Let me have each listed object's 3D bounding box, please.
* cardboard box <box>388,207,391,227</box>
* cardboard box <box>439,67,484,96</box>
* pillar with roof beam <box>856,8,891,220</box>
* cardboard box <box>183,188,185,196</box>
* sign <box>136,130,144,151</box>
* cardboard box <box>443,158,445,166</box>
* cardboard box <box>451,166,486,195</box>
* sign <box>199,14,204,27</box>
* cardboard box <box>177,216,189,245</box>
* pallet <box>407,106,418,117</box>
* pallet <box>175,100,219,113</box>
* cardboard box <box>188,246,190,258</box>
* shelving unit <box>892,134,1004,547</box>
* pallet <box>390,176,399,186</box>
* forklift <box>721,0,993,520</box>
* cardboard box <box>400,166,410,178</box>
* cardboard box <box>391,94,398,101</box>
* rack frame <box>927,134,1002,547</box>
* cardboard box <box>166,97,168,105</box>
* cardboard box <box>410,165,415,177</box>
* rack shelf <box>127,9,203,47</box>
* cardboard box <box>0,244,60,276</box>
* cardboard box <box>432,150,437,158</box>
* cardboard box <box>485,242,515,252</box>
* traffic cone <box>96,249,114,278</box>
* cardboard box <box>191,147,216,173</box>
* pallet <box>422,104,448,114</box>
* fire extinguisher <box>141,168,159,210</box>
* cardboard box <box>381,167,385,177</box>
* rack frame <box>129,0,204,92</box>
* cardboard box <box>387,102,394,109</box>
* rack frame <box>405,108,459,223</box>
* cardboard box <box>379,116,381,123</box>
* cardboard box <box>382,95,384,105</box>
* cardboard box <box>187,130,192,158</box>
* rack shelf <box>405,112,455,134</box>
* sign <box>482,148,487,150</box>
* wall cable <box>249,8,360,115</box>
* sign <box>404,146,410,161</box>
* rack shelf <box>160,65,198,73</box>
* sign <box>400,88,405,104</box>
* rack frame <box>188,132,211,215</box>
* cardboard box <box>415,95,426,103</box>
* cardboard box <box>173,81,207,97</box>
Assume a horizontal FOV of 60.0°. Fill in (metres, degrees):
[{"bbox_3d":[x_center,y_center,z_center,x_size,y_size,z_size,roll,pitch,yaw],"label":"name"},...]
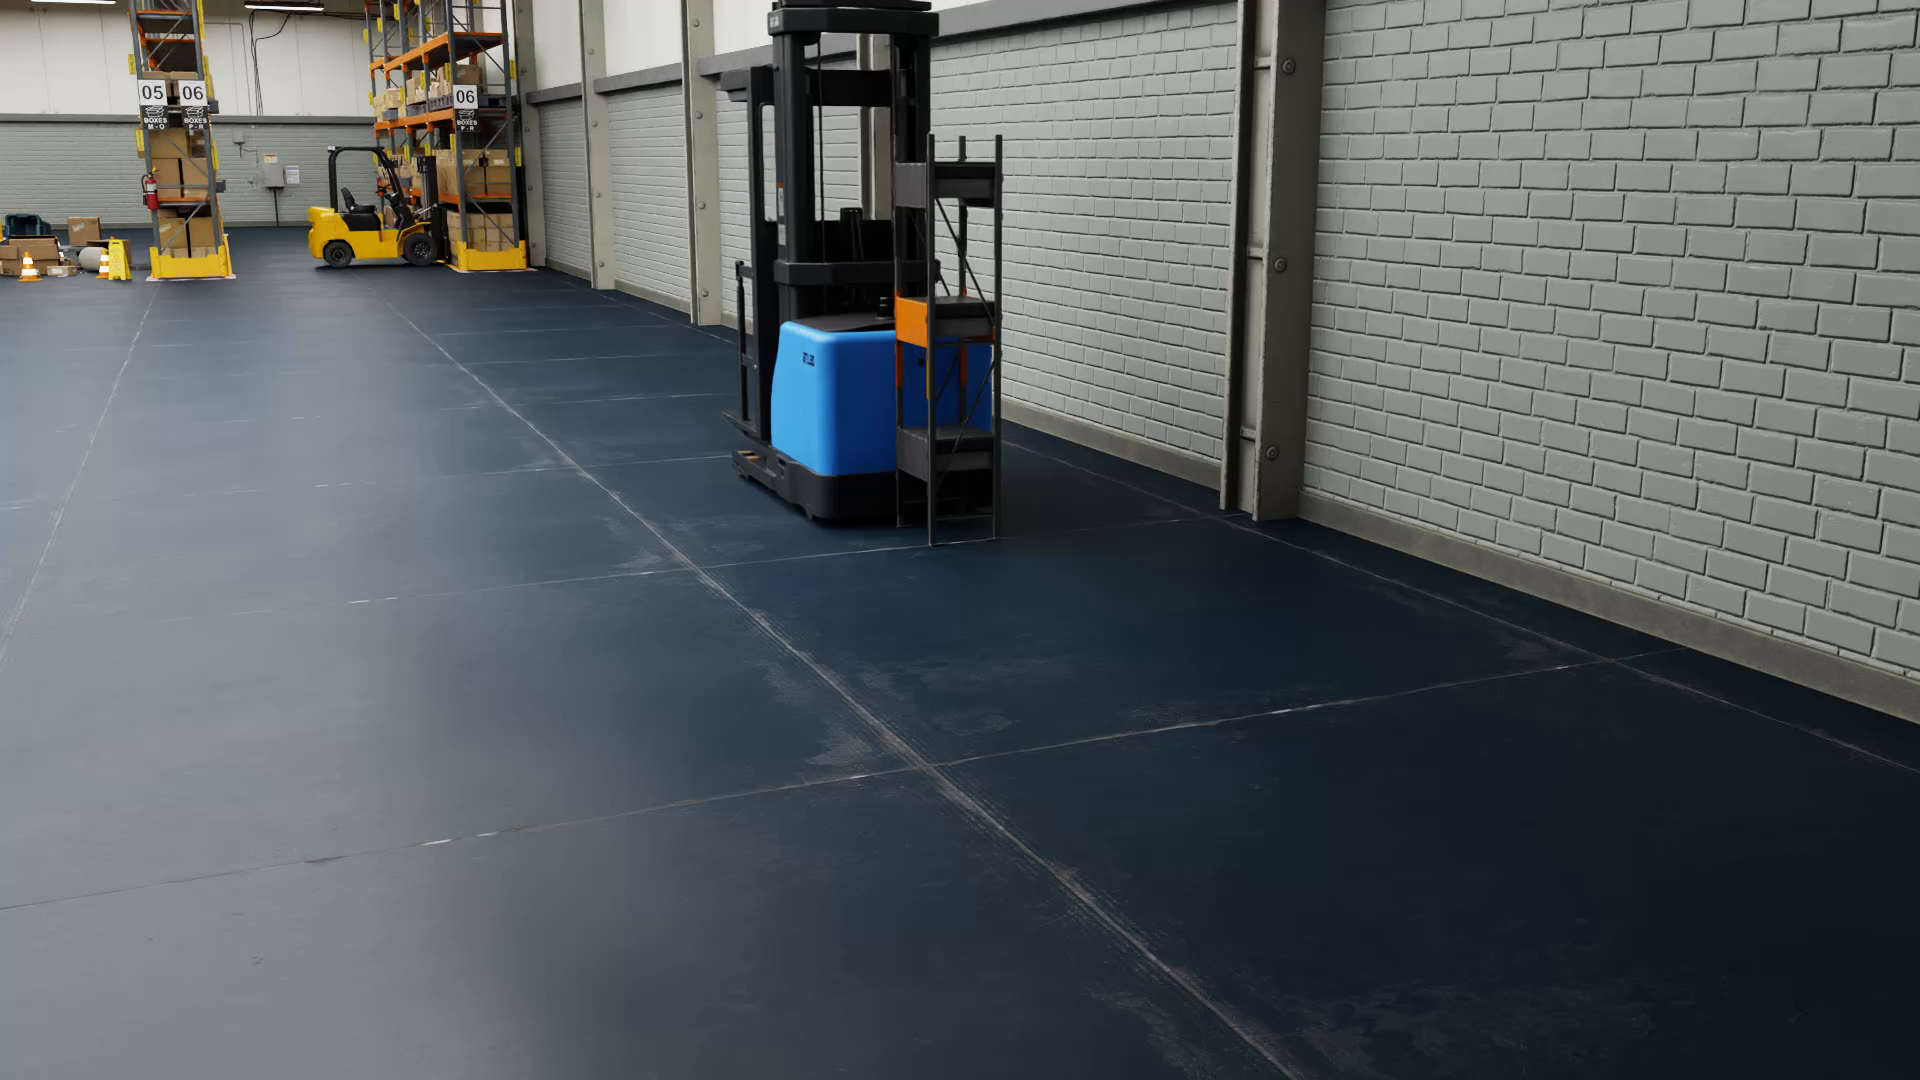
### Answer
[{"bbox_3d":[-14.256,-8.214,42.319,0.500,0.500,0.500,-5,14,-22],"label":"cardboard box"},{"bbox_3d":[-9.152,-8.408,30.519,0.700,0.500,0.500,-6,14,-23],"label":"cardboard box"},{"bbox_3d":[-4.620,-5.395,12.223,9.100,9.000,0.400,-6,14,-23],"label":"pillar with roof beam"},{"bbox_3d":[-13.040,-5.923,28.366,0.380,0.149,0.250,-5,14,-22],"label":"cardboard box"},{"bbox_3d":[-13.495,-6.578,27.369,0.100,0.325,0.005,-6,14,-23],"label":"sign"},{"bbox_3d":[-9.547,-7.135,31.385,0.380,0.149,0.250,-6,14,-24],"label":"cardboard box"},{"bbox_3d":[-8.870,-6.481,30.000,0.500,0.500,0.500,-6,14,-24],"label":"cardboard box"},{"bbox_3d":[-17.293,-11.853,37.877,0.100,0.325,0.005,-6,14,-23],"label":"sign"},{"bbox_3d":[-13.751,-5.385,28.990,0.500,0.500,0.500,-5,14,-21],"label":"cardboard box"},{"bbox_3d":[-11.283,-9.245,35.928,1.213,0.211,1.003,-5,14,-20],"label":"pallet"},{"bbox_3d":[-14.731,-8.239,31.580,1.213,0.211,1.003,-6,14,-23],"label":"pallet"},{"bbox_3d":[-13.749,-5.021,29.078,0.500,0.250,0.500,-6,14,-23],"label":"cardboard box"},{"bbox_3d":[-0.065,-1.056,8.772,0.431,2.100,0.503,-5,14,-21],"label":"shelving unit"},{"bbox_3d":[-13.019,-8.565,39.652,1.003,0.211,1.213,-6,14,-23],"label":"pallet"},{"bbox_3d":[-0.813,-1.825,10.257,1.130,2.935,3.031,-5,14,-21],"label":"forklift"},{"bbox_3d":[-12.356,-8.328,37.601,0.500,0.250,0.500,-6,14,-26],"label":"cardboard box"},{"bbox_3d":[-12.851,-10.157,38.195,0.380,0.149,0.250,-6,14,-23],"label":"cardboard box"},{"bbox_3d":[0.026,-1.006,8.551,0.400,2.100,0.015,-5,14,-21],"label":"rack frame"},{"bbox_3d":[-13.378,-7.293,27.633,0.380,0.149,0.250,-6,14,-23],"label":"cardboard box"},{"bbox_3d":[-11.706,-8.062,36.275,0.500,0.250,0.500,-6,14,-23],"label":"cardboard box"},{"bbox_3d":[-13.780,-8.889,28.924,1.077,0.370,4.000,-6,14,-23],"label":"rack shelf"},{"bbox_3d":[-16.002,-4.824,28.595,0.637,0.503,0.797,6,14,26],"label":"cardboard box"},{"bbox_3d":[-10.179,-7.598,32.727,0.380,0.149,0.250,-5,14,-22],"label":"cardboard box"},{"bbox_3d":[-8.450,-5.339,30.452,0.500,0.250,0.500,-6,14,-23],"label":"cardboard box"},{"bbox_3d":[-14.333,-4.642,27.900,0.336,0.463,0.334,-6,14,-23],"label":"traffic cone"},{"bbox_3d":[-14.506,-7.253,31.743,0.500,0.500,0.500,-5,14,-22],"label":"cardboard box"},{"bbox_3d":[-10.400,-8.730,33.710,0.805,0.209,1.217,-6,14,-25],"label":"pallet"},{"bbox_3d":[-13.355,-5.803,27.460,0.296,0.674,0.183,-6,14,-23],"label":"fire extinguisher"},{"bbox_3d":[-14.498,-9.406,42.529,0.500,0.250,0.500,-6,14,-24],"label":"cardboard box"},{"bbox_3d":[-12.979,-8.828,27.057,1.000,3.000,0.127,-6,14,-23],"label":"rack frame"},{"bbox_3d":[-13.198,-10.168,38.904,0.380,0.149,0.250,-5,14,-22],"label":"cardboard box"},{"bbox_3d":[-11.637,-8.007,36.816,1.000,3.000,0.127,-6,14,-23],"label":"rack frame"},{"bbox_3d":[-14.402,-10.587,41.865,0.380,0.149,0.250,-6,14,-23],"label":"cardboard box"},{"bbox_3d":[-13.873,-10.797,40.781,0.500,0.250,0.500,-6,14,-24],"label":"cardboard box"},{"bbox_3d":[-13.951,-6.989,29.316,0.700,0.500,0.500,-6,14,-23],"label":"cardboard box"},{"bbox_3d":[-10.836,-8.705,34.773,1.077,0.370,4.000,-6,14,-23],"label":"rack shelf"},{"bbox_3d":[-9.527,-7.692,33.356,0.100,0.325,0.005,-6,14,-23],"label":"sign"},{"bbox_3d":[-18.667,-13.613,47.648,2.988,3.039,0.133,-6,14,-23],"label":"wall cable"},{"bbox_3d":[-12.130,-8.482,36.474,0.100,0.325,0.005,-6,14,-23],"label":"sign"},{"bbox_3d":[-18.587,-11.175,39.681,1.077,0.370,4.000,-6,14,-23],"label":"rack shelf"},{"bbox_3d":[-12.135,-9.672,36.209,0.100,0.325,0.005,-6,14,-23],"label":"sign"},{"bbox_3d":[-14.581,-6.732,31.304,1.000,3.000,0.127,-6,14,-23],"label":"rack frame"},{"bbox_3d":[-11.062,-9.132,34.428,0.380,0.149,0.250,-6,14,-24],"label":"cardboard box"},{"bbox_3d":[-12.936,-7.567,27.932,0.500,0.250,0.500,-6,14,-24],"label":"cardboard box"}]
